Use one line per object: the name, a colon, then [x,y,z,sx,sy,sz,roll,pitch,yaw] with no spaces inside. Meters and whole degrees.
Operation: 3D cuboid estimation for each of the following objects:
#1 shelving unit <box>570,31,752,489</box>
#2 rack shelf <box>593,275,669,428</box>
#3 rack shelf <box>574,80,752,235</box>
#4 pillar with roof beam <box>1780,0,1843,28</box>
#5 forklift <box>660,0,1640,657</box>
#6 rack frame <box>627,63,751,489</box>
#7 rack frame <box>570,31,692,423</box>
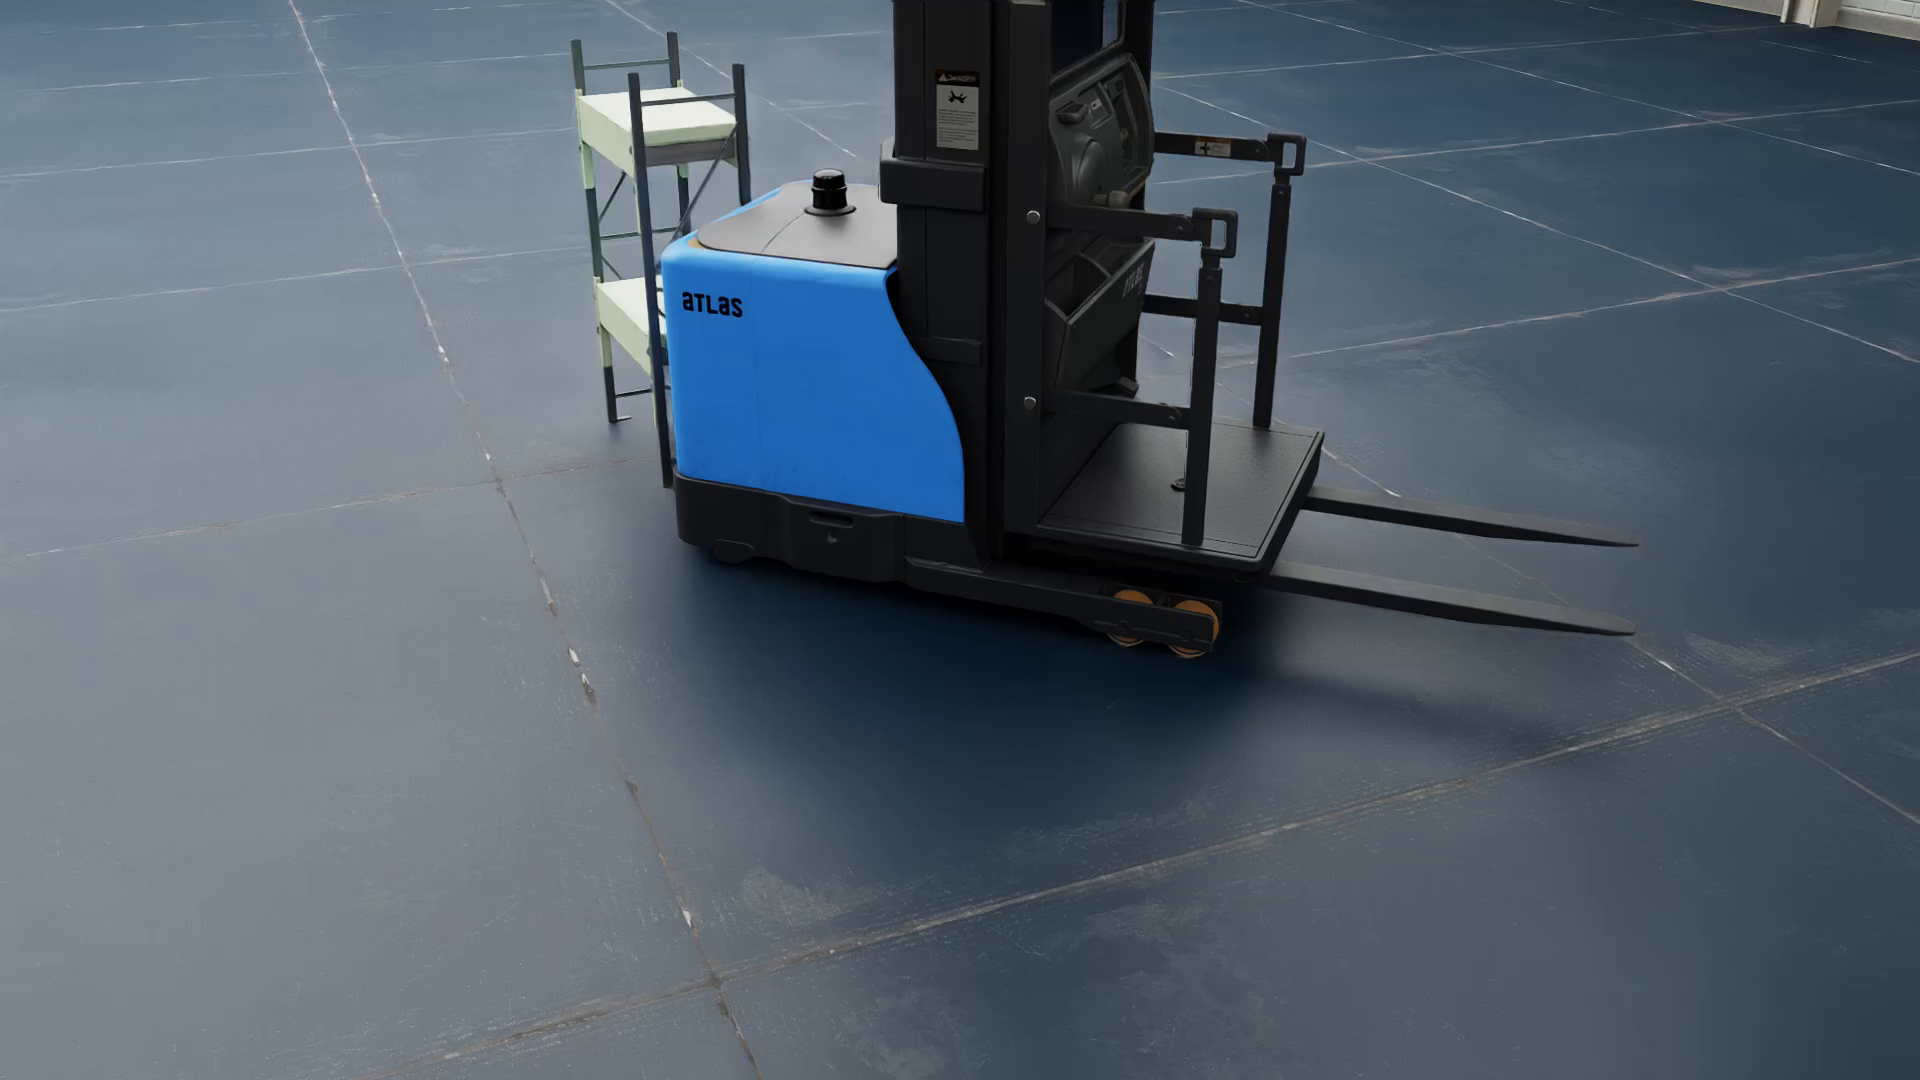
shelving unit: [-1.080,-1.048,6.188,0.431,1.500,0.755,-12,29,-24]
rack shelf: [-1.080,-0.755,6.331,0.431,0.370,0.720,-12,29,-24]
rack shelf: [-1.080,-1.399,6.016,0.431,0.370,0.720,-12,29,-24]
pillar with roof beam: [4.101,-8.211,12.311,9.100,9.000,0.400,-11,28,-21]
forklift: [0.616,-1.227,4.923,3.031,2.935,1.130,10,28,19]
rack frame: [-0.917,-0.904,5.893,0.400,1.500,0.023,-12,29,-24]
rack frame: [-1.243,-1.192,6.482,0.400,1.500,0.023,-12,29,-24]
